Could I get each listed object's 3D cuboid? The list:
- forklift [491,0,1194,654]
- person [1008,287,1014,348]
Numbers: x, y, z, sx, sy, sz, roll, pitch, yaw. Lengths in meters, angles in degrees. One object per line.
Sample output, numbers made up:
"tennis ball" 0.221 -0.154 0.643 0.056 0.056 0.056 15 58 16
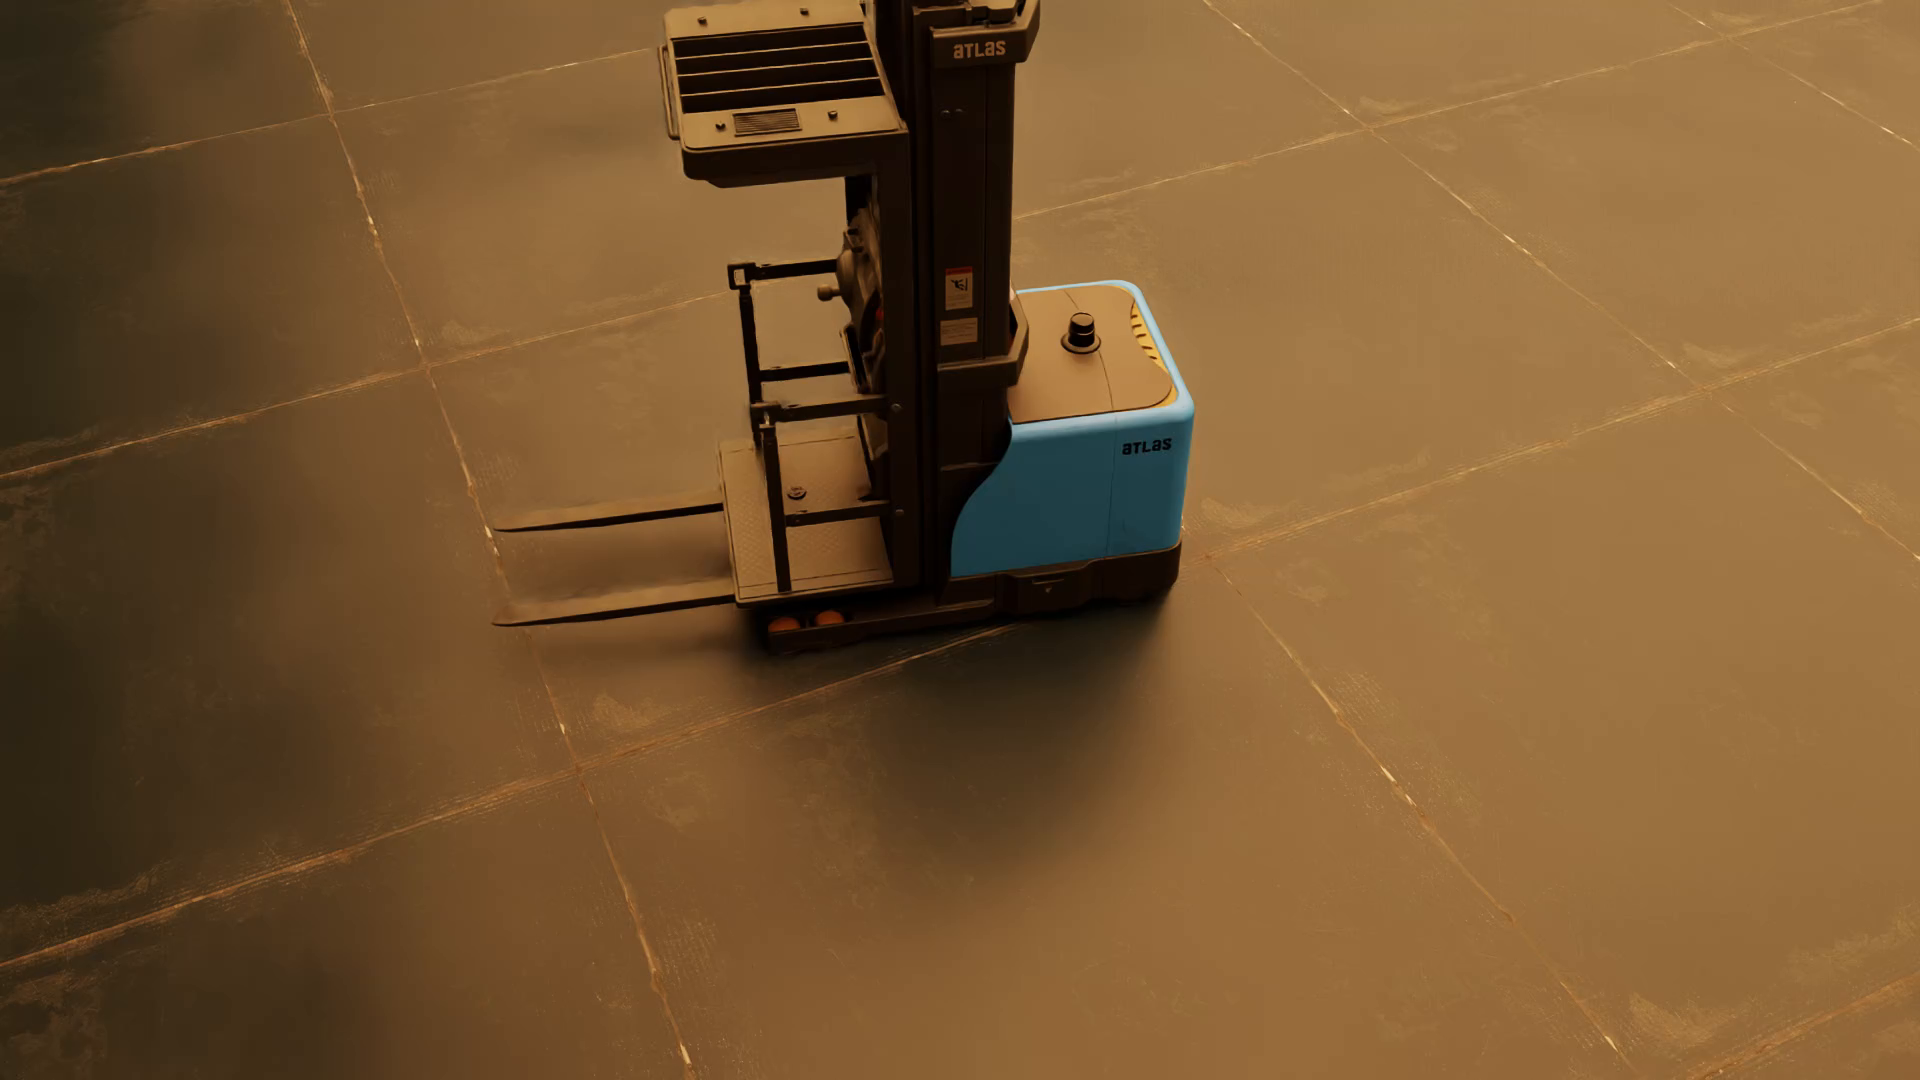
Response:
"forklift" -0.580 -0.966 6.715 3.031 2.935 1.130 -7 44 -8
"person" -0.017 -0.703 7.298 0.598 1.642 0.502 -18 46 -18
